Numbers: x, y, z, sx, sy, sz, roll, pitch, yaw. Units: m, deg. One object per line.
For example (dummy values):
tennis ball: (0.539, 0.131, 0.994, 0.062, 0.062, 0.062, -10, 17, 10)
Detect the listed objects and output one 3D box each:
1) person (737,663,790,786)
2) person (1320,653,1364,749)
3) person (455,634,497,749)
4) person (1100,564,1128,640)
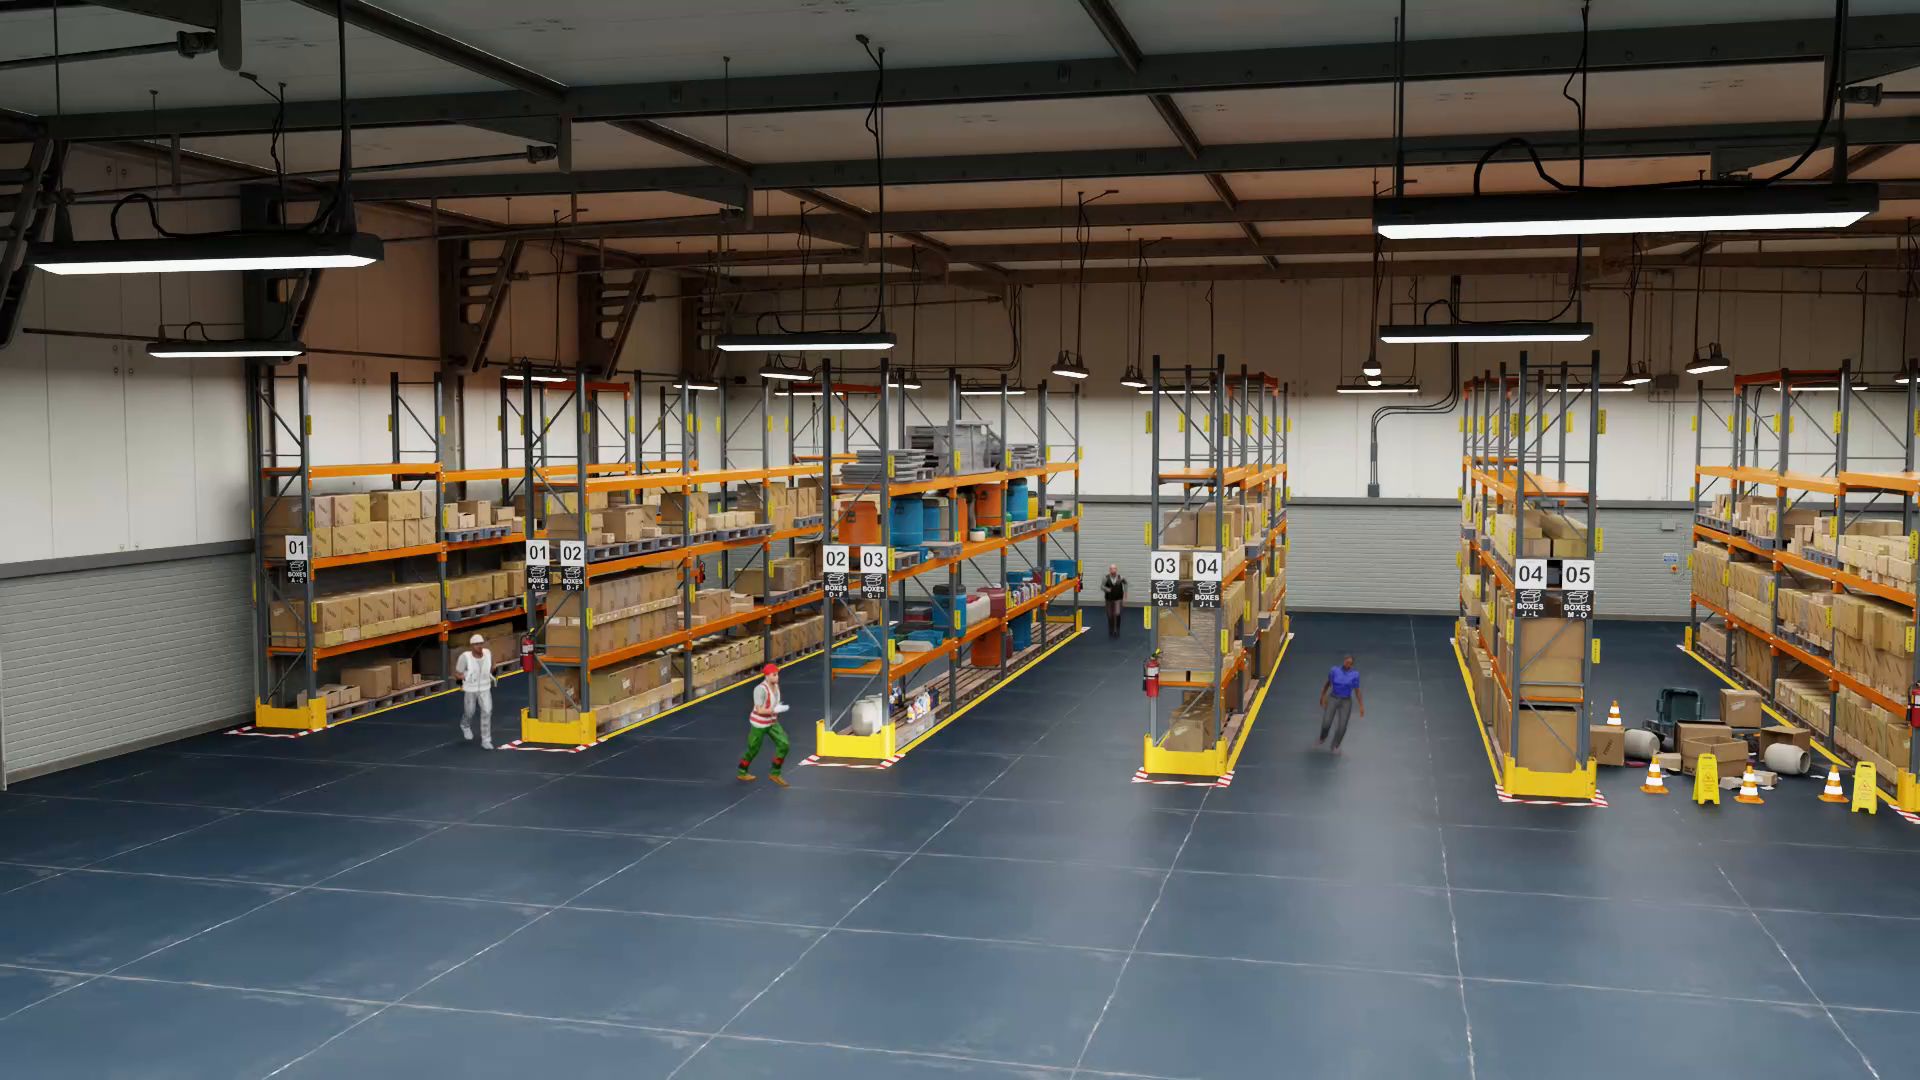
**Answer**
person: (-2.691, 2.542, 22.929, 0.972, 1.723, 0.620, 3, 5, 38)
person: (5.780, 2.439, 25.188, 0.633, 1.510, 0.551, 1, 4, 9)
person: (-7.520, 2.323, 25.806, 0.660, 1.755, 1.041, -2, 5, -30)
person: (3.615, 1.454, 39.078, 0.626, 1.774, 0.832, 1, 4, 8)
